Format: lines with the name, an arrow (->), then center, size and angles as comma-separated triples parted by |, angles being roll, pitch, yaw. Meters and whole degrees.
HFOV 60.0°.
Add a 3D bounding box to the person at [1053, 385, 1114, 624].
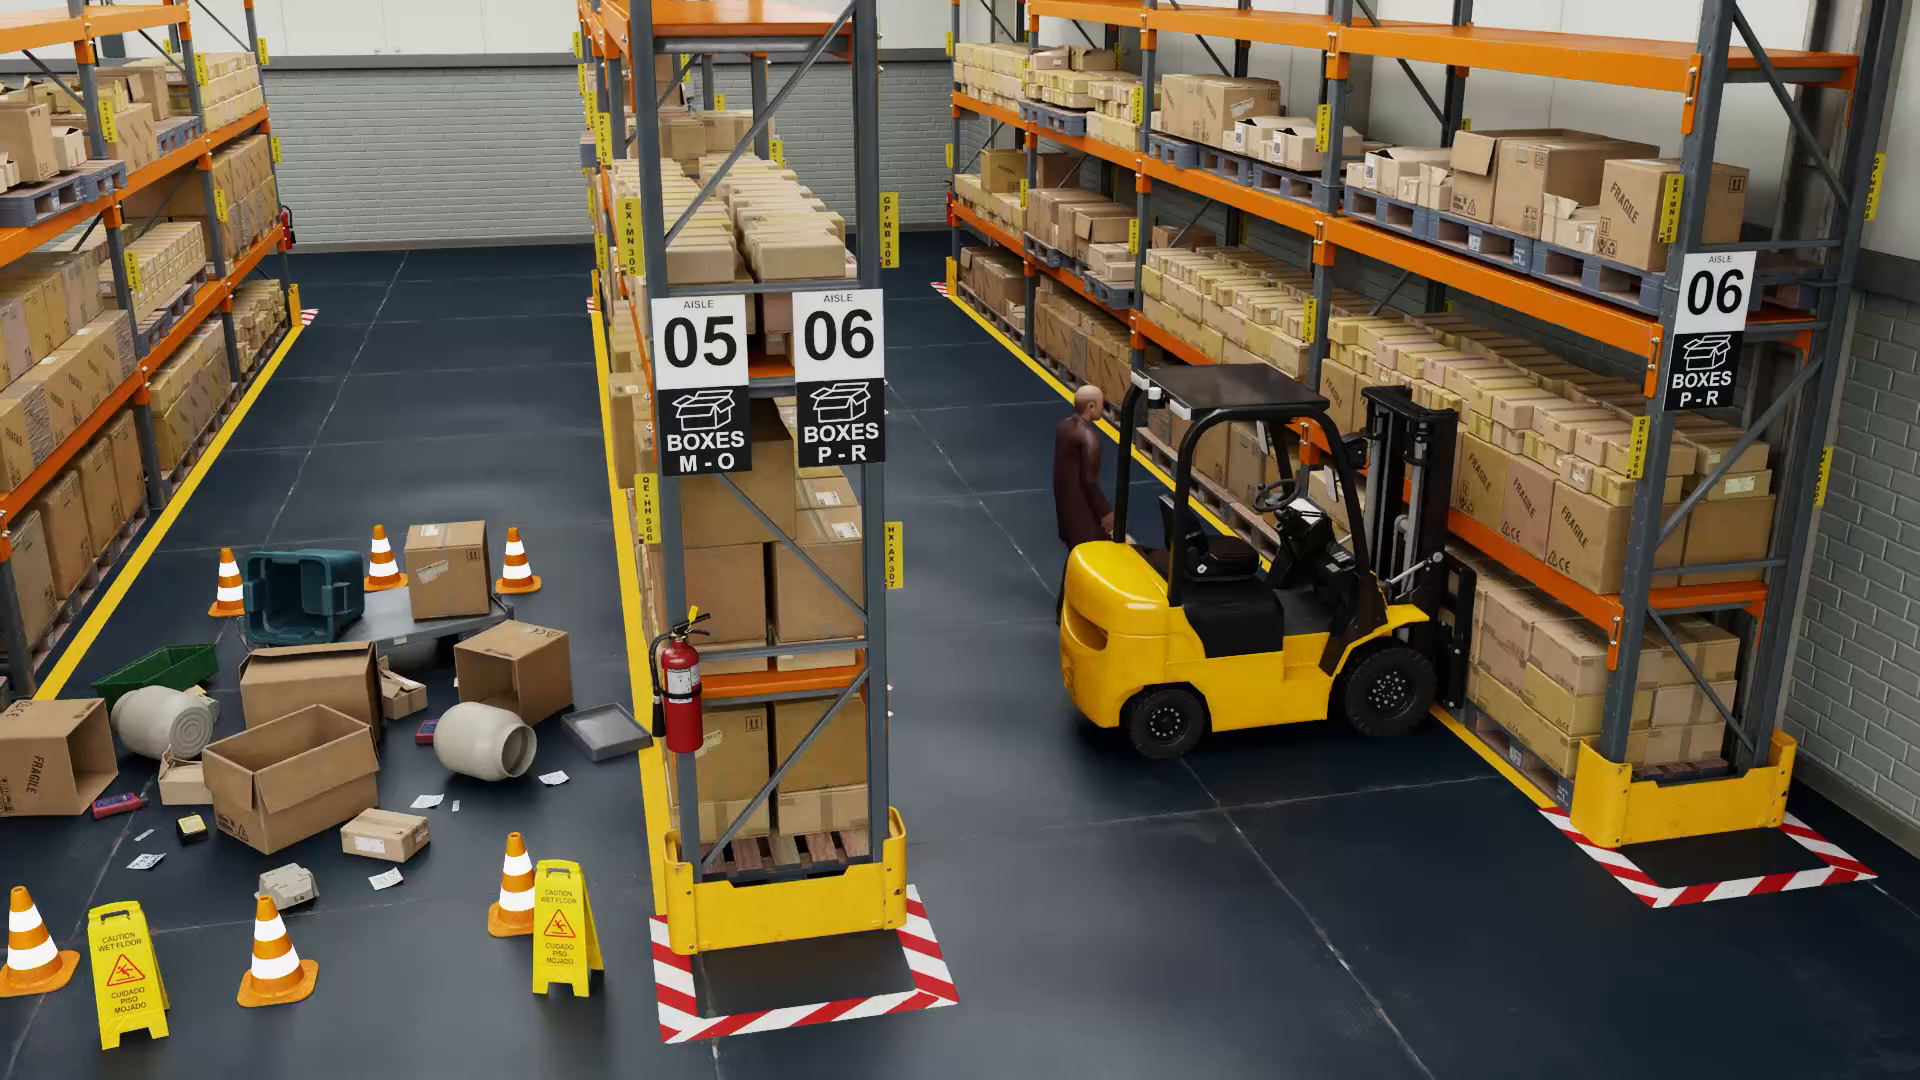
person -> 0.873, -0.216, 11.702 | 0.424, 1.777, 0.591 | -5, 20, -14
